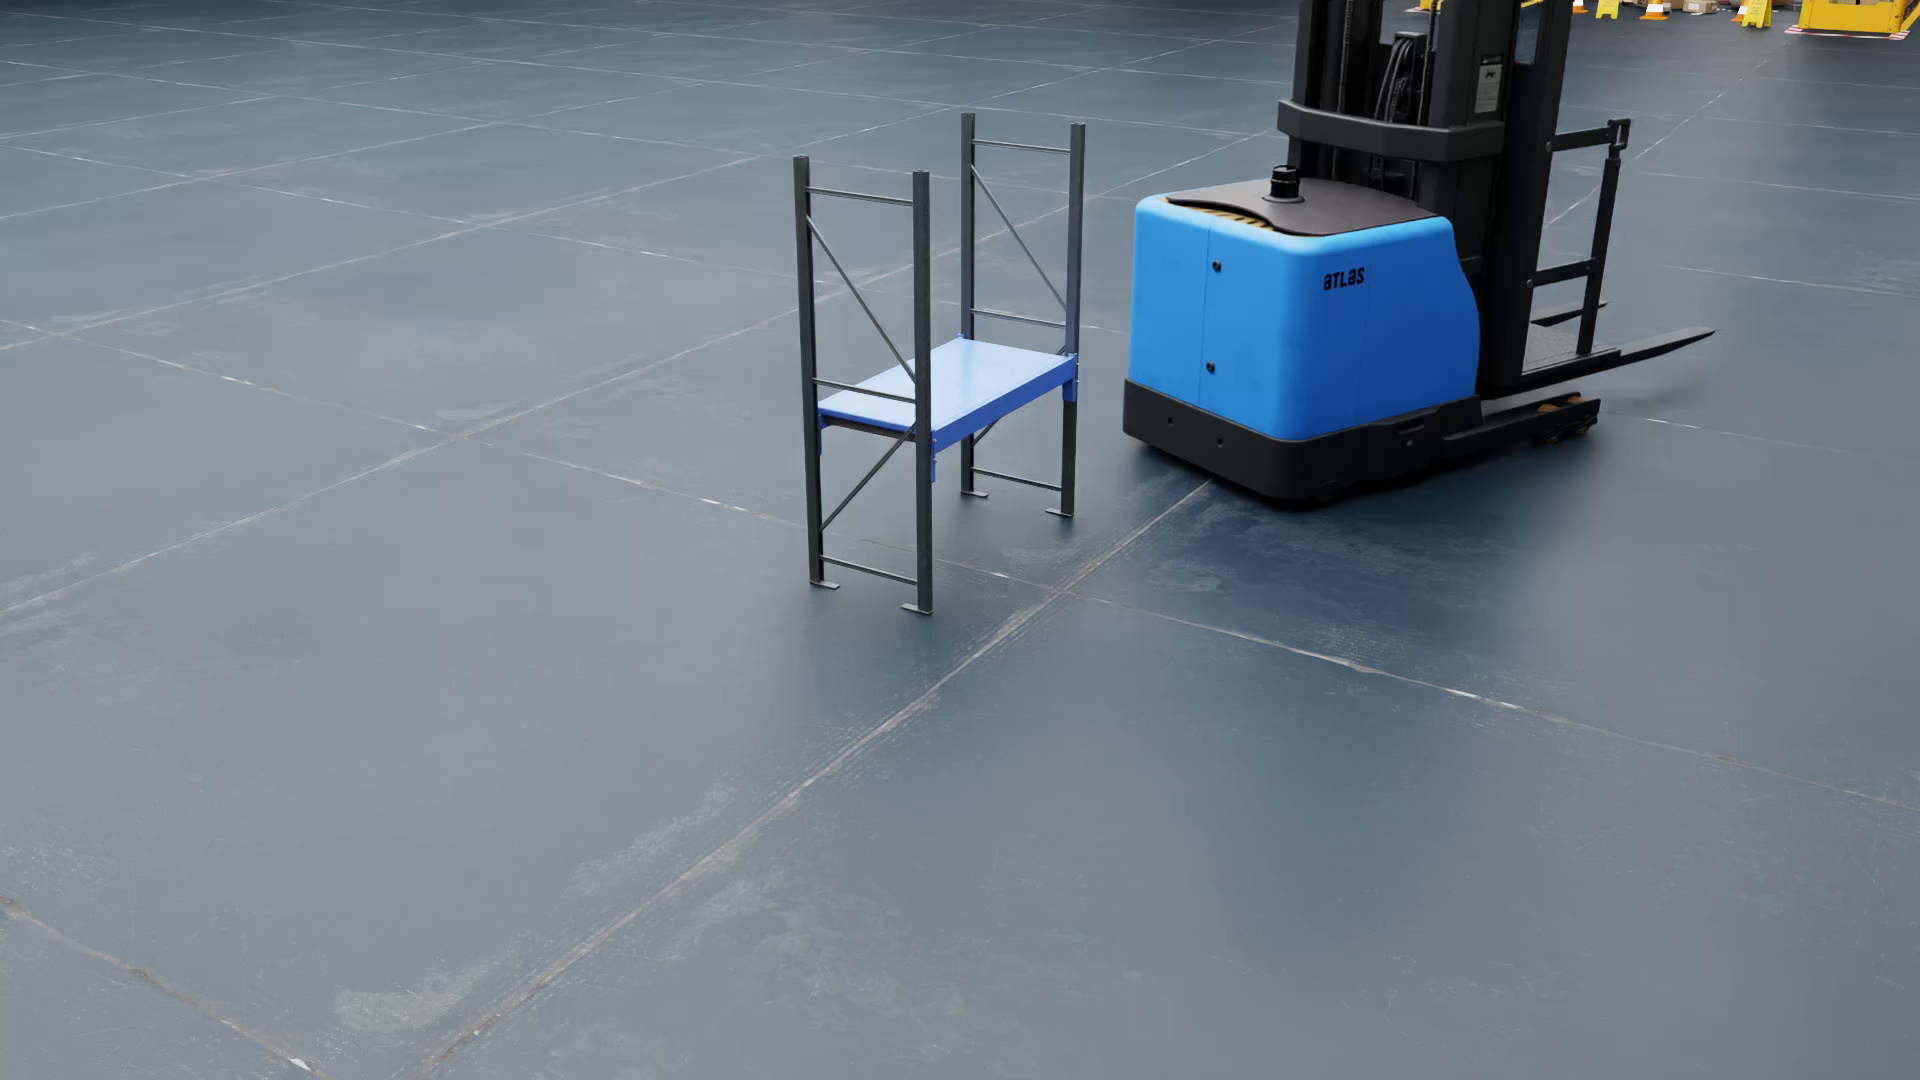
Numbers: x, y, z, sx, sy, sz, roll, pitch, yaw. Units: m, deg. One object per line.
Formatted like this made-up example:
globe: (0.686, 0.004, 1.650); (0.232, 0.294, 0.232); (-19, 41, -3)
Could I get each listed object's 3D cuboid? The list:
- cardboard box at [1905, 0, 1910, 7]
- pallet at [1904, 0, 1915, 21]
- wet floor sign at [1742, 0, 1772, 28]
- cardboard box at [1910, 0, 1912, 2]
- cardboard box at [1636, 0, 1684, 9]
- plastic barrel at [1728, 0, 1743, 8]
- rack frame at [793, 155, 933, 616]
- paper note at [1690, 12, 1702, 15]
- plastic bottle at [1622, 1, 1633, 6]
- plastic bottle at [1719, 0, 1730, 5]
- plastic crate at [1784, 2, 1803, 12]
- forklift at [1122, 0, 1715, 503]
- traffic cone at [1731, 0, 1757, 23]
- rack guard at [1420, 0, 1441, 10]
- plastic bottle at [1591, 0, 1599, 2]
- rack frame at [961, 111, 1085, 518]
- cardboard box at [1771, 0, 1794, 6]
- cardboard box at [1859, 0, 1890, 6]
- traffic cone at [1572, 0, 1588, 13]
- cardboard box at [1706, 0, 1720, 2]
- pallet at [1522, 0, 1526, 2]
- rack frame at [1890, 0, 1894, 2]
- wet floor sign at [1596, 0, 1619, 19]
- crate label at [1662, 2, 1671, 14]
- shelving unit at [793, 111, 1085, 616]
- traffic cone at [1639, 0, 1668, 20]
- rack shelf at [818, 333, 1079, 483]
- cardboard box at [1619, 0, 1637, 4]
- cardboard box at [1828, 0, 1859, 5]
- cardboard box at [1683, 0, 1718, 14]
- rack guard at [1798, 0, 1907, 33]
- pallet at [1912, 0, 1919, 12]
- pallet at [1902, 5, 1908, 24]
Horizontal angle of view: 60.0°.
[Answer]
cardboard box: (12.386, -7.271, 22.202); (0.500, 0.250, 0.500); (15, 28, 31)
pallet: (12.593, -7.378, 23.027); (1.003, 0.211, 1.213); (14, 27, 29)
wet floor sign: (10.441, -7.035, 21.687); (0.232, 0.644, 0.267); (-17, 29, -35)
cardboard box: (12.664, -7.458, 22.633); (0.500, 0.250, 0.500); (16, 28, 32)
cardboard box: (10.226, -7.933, 23.941); (0.797, 0.503, 0.637); (-3, 24, -7)
plastic barrel: (11.254, -7.787, 23.705); (0.421, 0.421, 0.512); (-7, 24, -17)
rack frame: (-0.313, -0.488, 5.489); (0.500, 1.500, 0.032); (14, 27, 29)
paper note: (10.258, -7.329, 23.140); (0.148, 0.019, 0.142); (5, 24, 11)
plastic bottle: (9.741, -7.839, 24.280); (0.133, 0.061, 0.283); (5, 24, 11)
plastic bottle: (11.286, -7.914, 24.454); (0.133, 0.061, 0.283); (20, 30, 38)
plastic crate: (12.035, -7.607, 23.721); (0.402, 0.080, 0.583); (5, 24, 11)
forklift: (2.207, -1.926, 7.009); (3.031, 2.935, 1.130); (-15, 28, -31)
traffic cone: (10.581, -7.206, 22.313); (0.336, 0.463, 0.334); (14, 27, 29)
rack guard: (7.179, -7.803, 23.645); (1.175, 0.500, 0.348); (14, 27, 29)
plastic bottle: (9.561, -8.054, 24.777); (0.283, 0.061, 0.133); (5, 24, 11)
rack frame: (0.223, -0.831, 6.282); (0.500, 1.500, 0.032); (14, 27, 29)
cardboard box: (11.839, -8.082, 24.288); (0.500, 0.500, 0.500); (-7, 24, -17)
cardboard box: (12.111, -7.100, 21.808); (0.500, 0.250, 0.500); (14, 27, 29)
traffic cone: (8.678, -7.676, 23.398); (0.336, 0.463, 0.334); (14, 27, 29)
cardboard box: (11.307, -8.225, 24.915); (0.258, 0.266, 0.396); (-3, 24, -7)
pallet: (8.191, -8.375, 25.330); (1.003, 0.211, 1.213); (14, 27, 29)
rack frame: (11.450, -7.955, 20.850); (1.000, 3.000, 0.127); (14, 27, 29)
wet floor sign: (8.859, -7.453, 22.654); (0.267, 0.644, 0.232); (9, 25, 20)
crate label: (9.821, -7.453, 23.293); (0.250, 0.136, 0.298); (1, 23, 2)
shelving unit: (-0.045, -0.659, 5.886); (0.538, 1.500, 1.048); (14, 27, 29)
traffic cone: (9.459, -7.324, 22.586); (0.336, 0.463, 0.334); (14, 27, 29)
rack shelf: (-0.045, -0.494, 5.957); (0.538, 0.185, 1.000); (14, 27, 29)
cardboard box: (9.960, -8.087, 24.597); (0.396, 0.266, 0.258); (20, 30, 38)
cardboard box: (11.661, -7.223, 22.092); (0.500, 0.250, 0.500); (14, 27, 29)
cardboard box: (10.425, -7.512, 23.415); (0.250, 0.149, 0.380); (-12, 26, -26)
rack guard: (11.490, -6.833, 21.406); (1.175, 0.500, 0.348); (14, 27, 29)
pallet: (13.236, -7.791, 23.982); (1.003, 0.211, 1.213); (14, 27, 29)
pallet: (11.949, -6.968, 22.079); (1.003, 0.211, 1.213); (14, 27, 29)
